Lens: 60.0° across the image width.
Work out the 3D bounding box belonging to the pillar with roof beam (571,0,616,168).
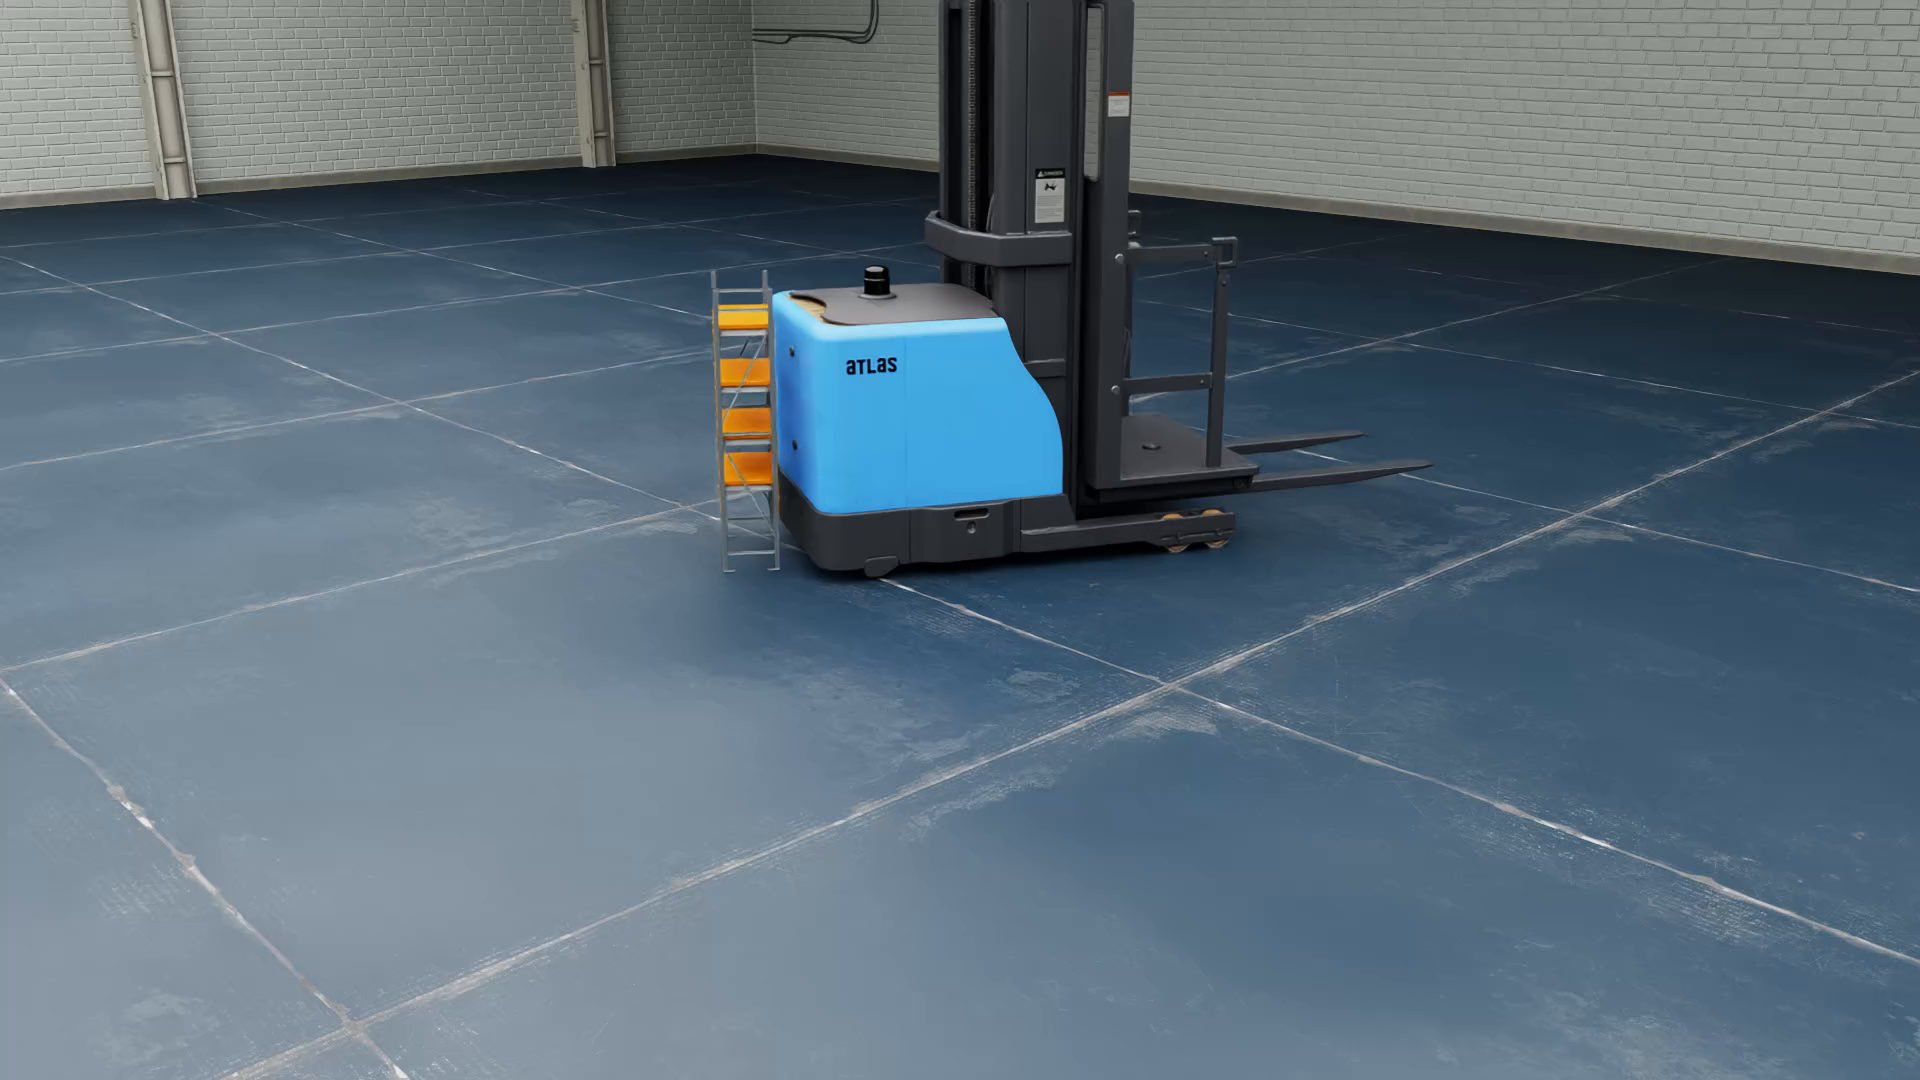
[{"bbox_3d":[-2.346,-8.813,20.075,0.400,9.000,9.100,-16,24,-41],"label":"pillar with roof beam"}]

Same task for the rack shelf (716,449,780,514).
[{"bbox_3d":[-0.921,-0.259,7.198,0.258,0.148,0.480,-2,18,-9],"label":"rack shelf"}]

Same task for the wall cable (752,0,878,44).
[{"bbox_3d":[-2.255,-8.628,24.541,0.112,2.526,3.097,-16,24,-41],"label":"wall cable"}]

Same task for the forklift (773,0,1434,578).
[{"bbox_3d":[0.704,-1.490,7.329,3.031,2.935,1.130,-6,19,-18],"label":"forklift"}]

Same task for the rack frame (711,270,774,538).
[{"bbox_3d":[-0.956,-0.587,7.345,0.240,1.200,0.015,-2,18,-9],"label":"rack frame"}]

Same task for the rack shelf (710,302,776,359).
[{"bbox_3d":[-0.916,-0.886,6.995,0.258,0.148,0.480,-2,18,-9],"label":"rack shelf"}]

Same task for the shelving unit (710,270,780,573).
[{"bbox_3d":[-0.919,-0.512,7.116,0.258,1.200,0.503,-2,18,-9],"label":"shelving unit"}]

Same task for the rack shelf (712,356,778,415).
[{"bbox_3d":[-0.917,-0.661,7.068,0.258,0.148,0.480,-2,18,-9],"label":"rack shelf"}]

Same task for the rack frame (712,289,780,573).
[{"bbox_3d":[-0.881,-0.438,6.887,0.240,1.200,0.015,-2,18,-9],"label":"rack frame"}]

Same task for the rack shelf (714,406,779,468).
[{"bbox_3d":[-0.919,-0.448,7.137,0.258,0.148,0.480,-2,18,-9],"label":"rack shelf"}]

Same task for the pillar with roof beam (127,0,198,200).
[{"bbox_3d":[-6.706,-7.541,16.154,0.400,9.000,9.100,-16,24,-41],"label":"pillar with roof beam"}]
